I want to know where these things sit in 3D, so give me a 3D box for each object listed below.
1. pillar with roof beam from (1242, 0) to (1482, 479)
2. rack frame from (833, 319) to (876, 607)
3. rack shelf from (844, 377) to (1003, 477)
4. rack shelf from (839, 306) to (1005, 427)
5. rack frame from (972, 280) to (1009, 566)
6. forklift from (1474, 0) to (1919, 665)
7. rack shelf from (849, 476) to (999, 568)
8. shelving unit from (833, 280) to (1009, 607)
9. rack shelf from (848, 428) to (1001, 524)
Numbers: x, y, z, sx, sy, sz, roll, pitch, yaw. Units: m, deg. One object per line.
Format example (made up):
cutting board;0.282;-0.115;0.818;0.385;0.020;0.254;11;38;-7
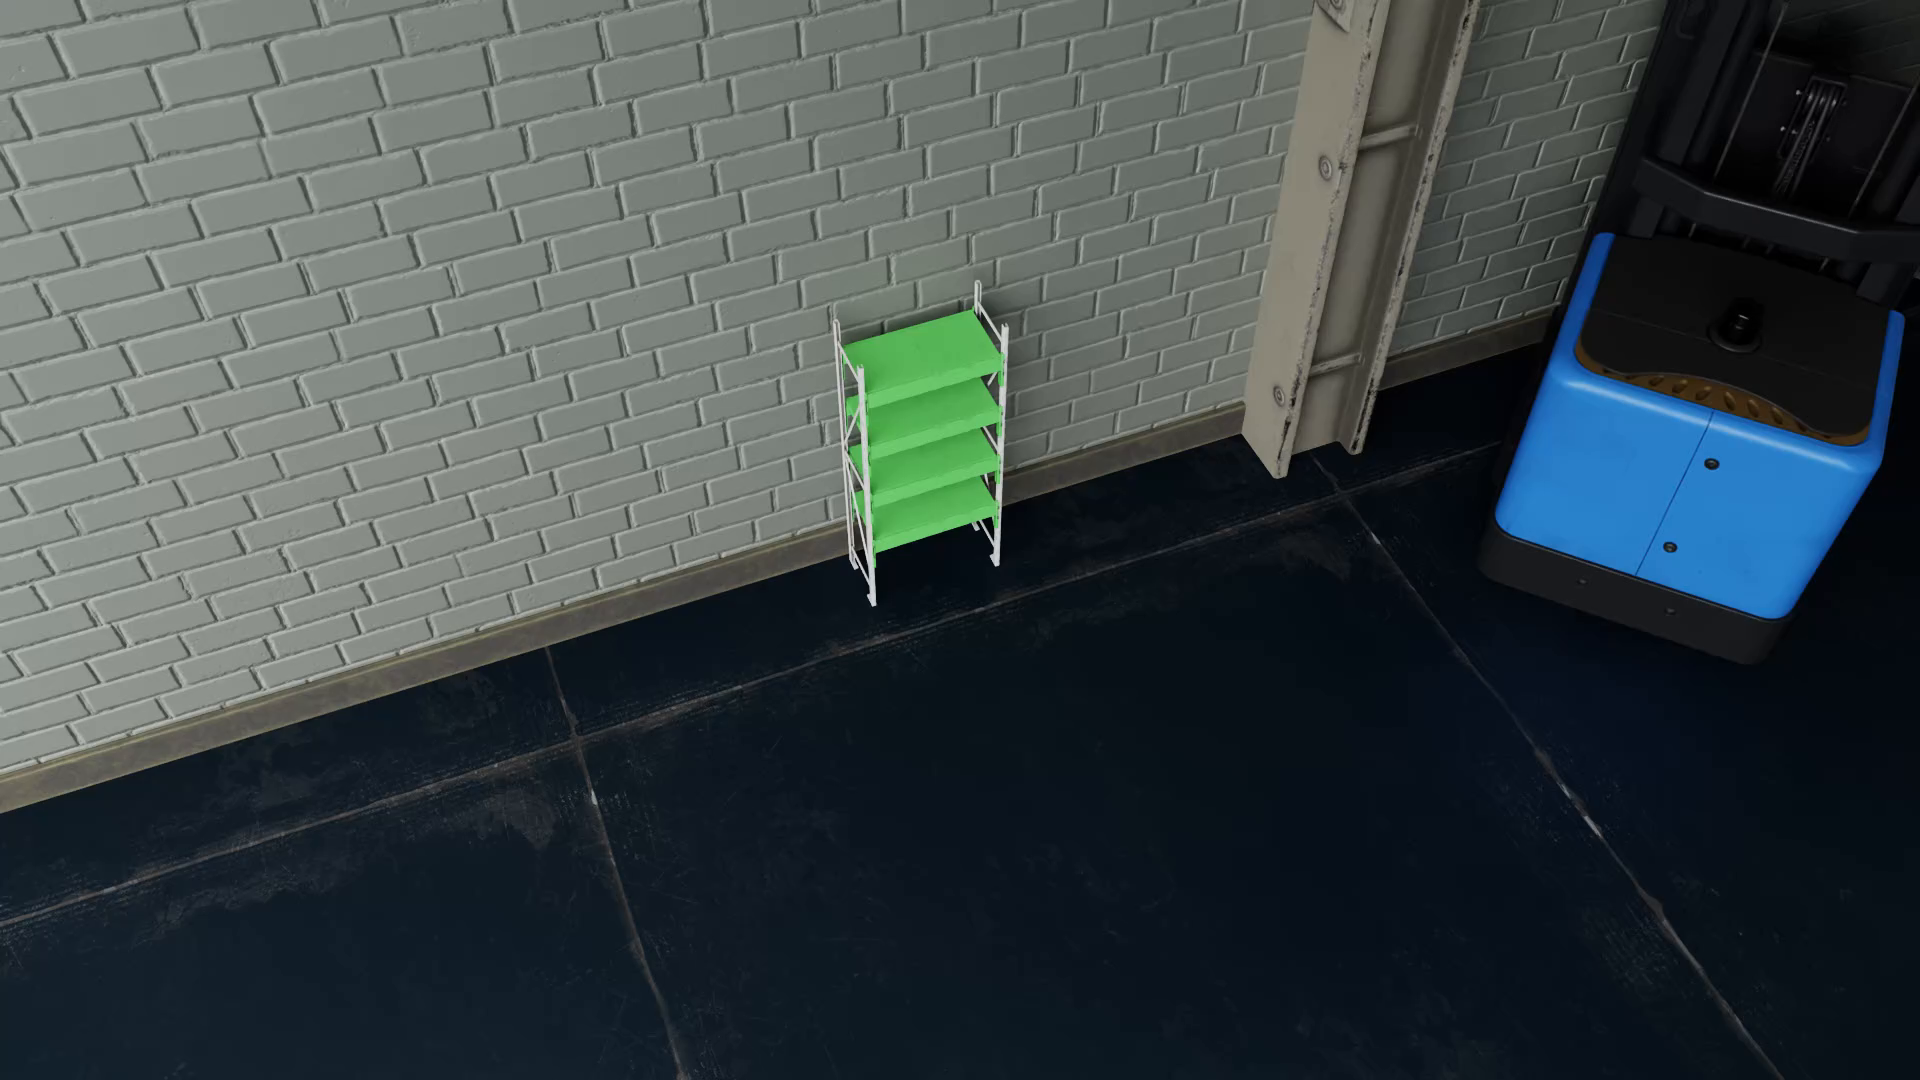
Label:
pillar with roof beam;2.976;-0.309;0.584;0.400;9.000;9.100;-17;52;-14
rack frame;-0.353;-0.229;5.652;0.015;1.200;0.240;-18;53;-15
rack shelf;-0.127;-0.413;5.578;0.480;0.148;0.258;-18;53;-15
rack shelf;-0.125;-0.566;5.394;0.480;0.148;0.258;-18;53;-15
rack frame;0.097;-0.372;5.775;0.015;1.200;0.240;-18;53;-15
forklift;2.976;-1.655;5.739;1.130;2.935;3.031;20;52;16
rack shelf;-0.130;-0.107;5.948;0.480;0.148;0.258;-18;53;-15
shelving unit;-0.128;-0.301;5.714;0.503;1.200;0.258;-18;53;-15
rack shelf;-0.129;-0.260;5.763;0.480;0.148;0.258;-18;53;-15
